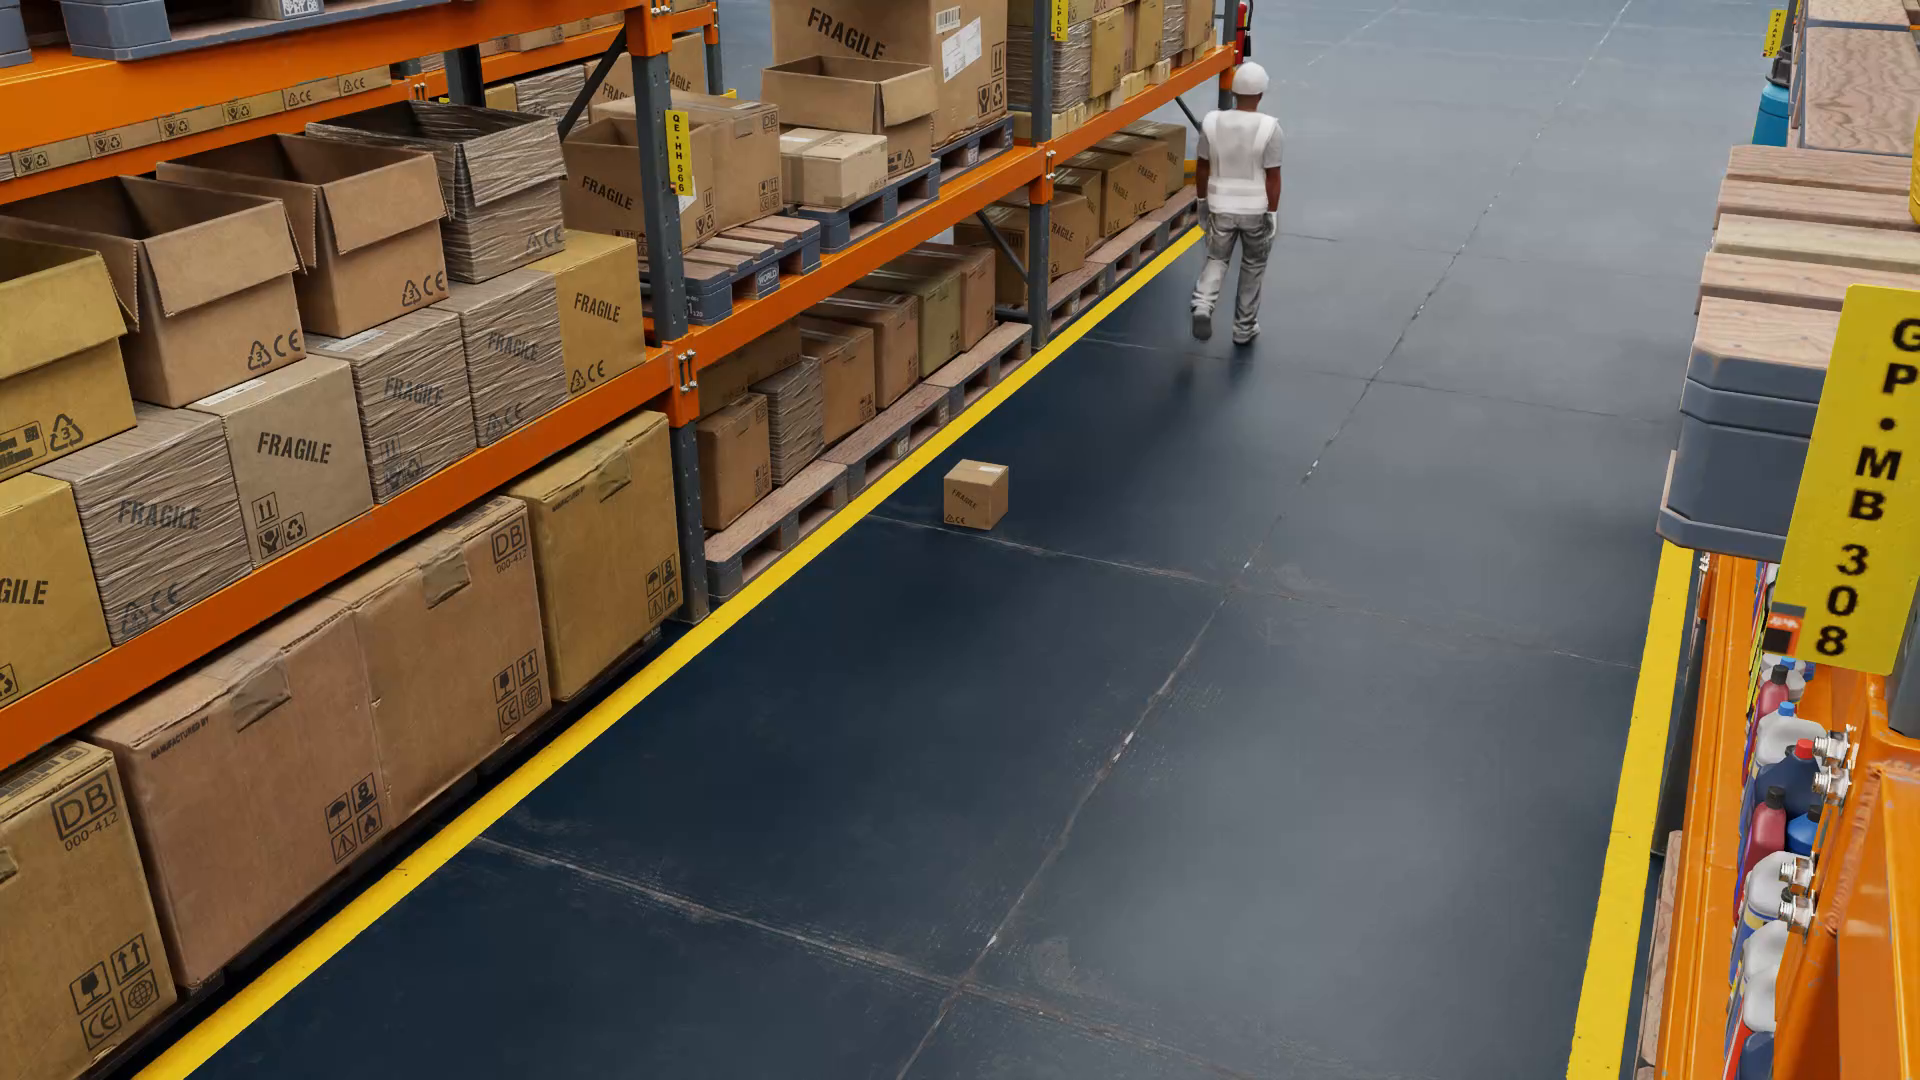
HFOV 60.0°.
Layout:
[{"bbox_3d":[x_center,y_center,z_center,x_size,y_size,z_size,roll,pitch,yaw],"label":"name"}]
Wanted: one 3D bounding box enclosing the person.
[{"bbox_3d":[1.704,-2.045,10.270,0.551,1.769,0.731,12,28,23],"label":"person"}]
